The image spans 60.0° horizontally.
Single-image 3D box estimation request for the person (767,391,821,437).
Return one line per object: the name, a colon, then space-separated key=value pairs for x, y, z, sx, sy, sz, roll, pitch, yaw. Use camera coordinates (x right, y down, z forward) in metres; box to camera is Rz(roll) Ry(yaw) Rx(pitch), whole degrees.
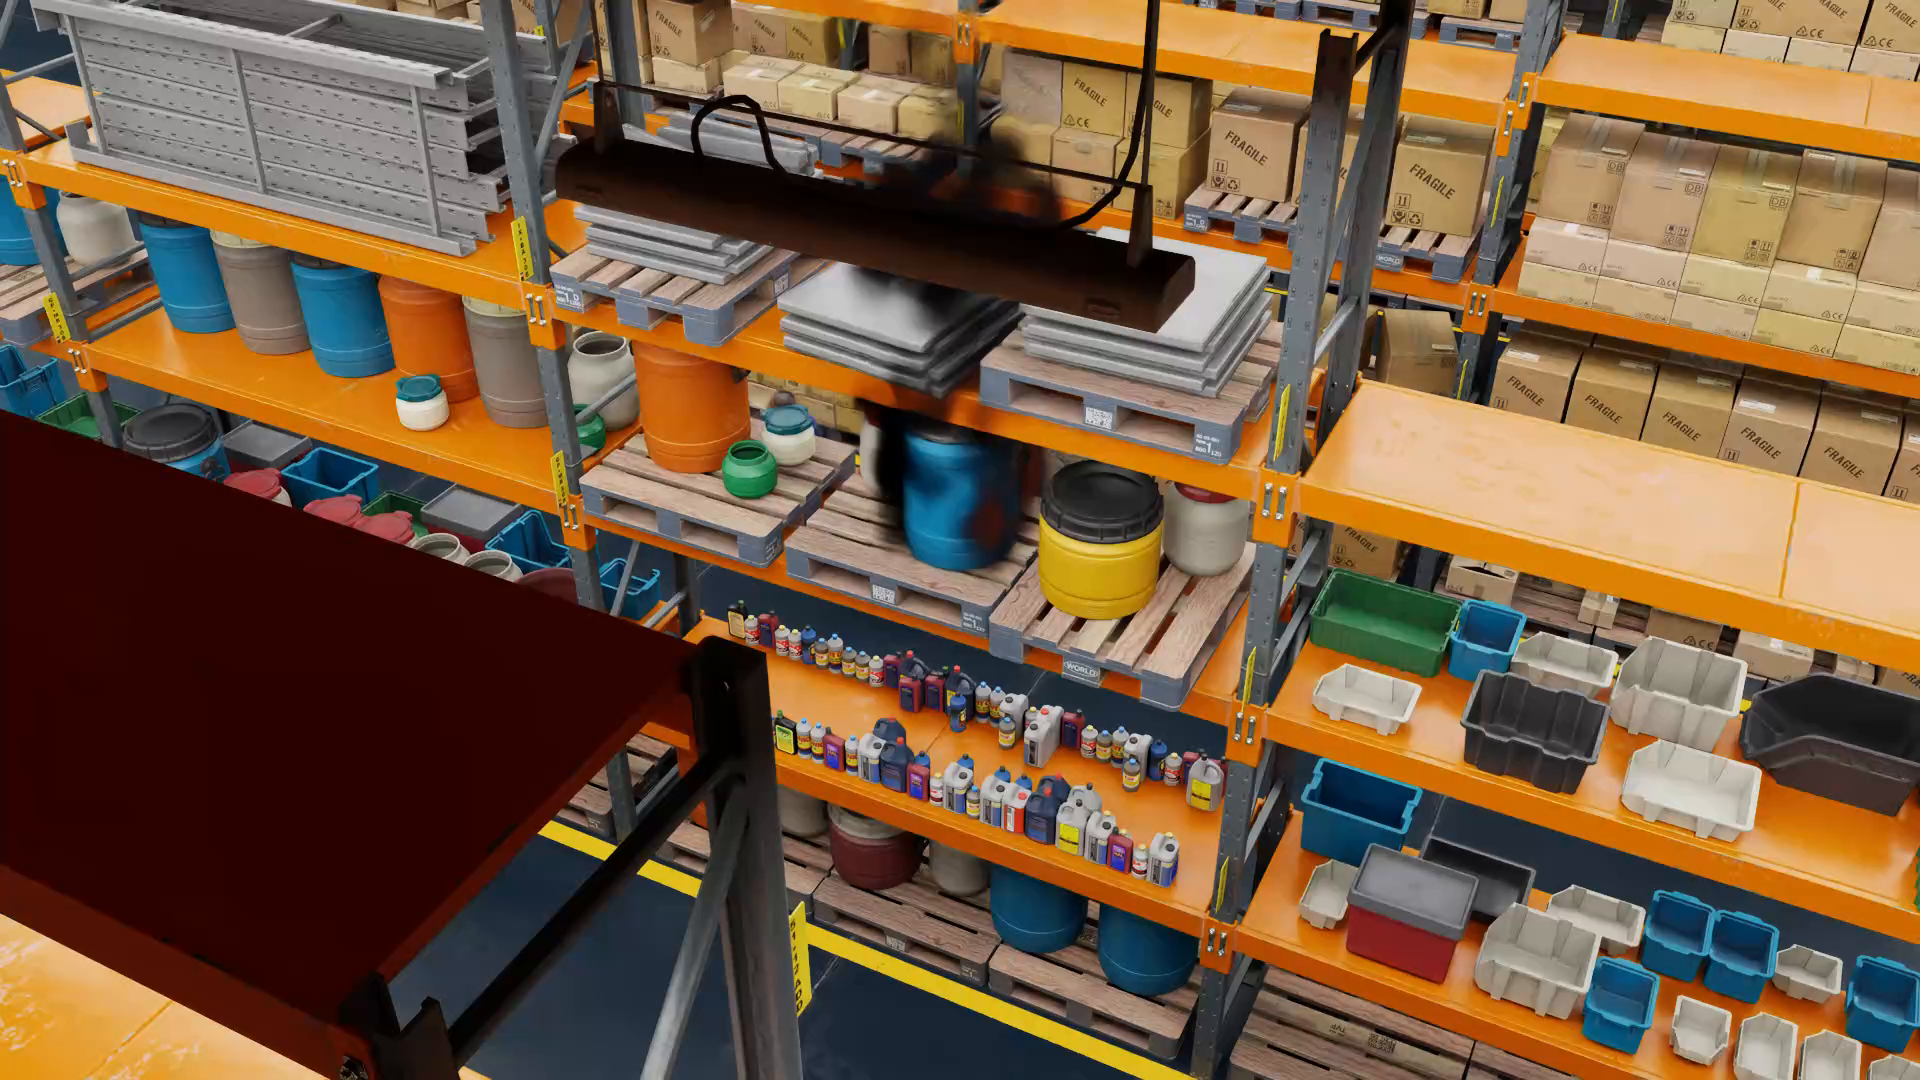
person: x=-1.315 y=-0.377 z=12.569 sx=0.752 sy=1.557 sz=0.588 roll=10 pitch=36 yaw=14
